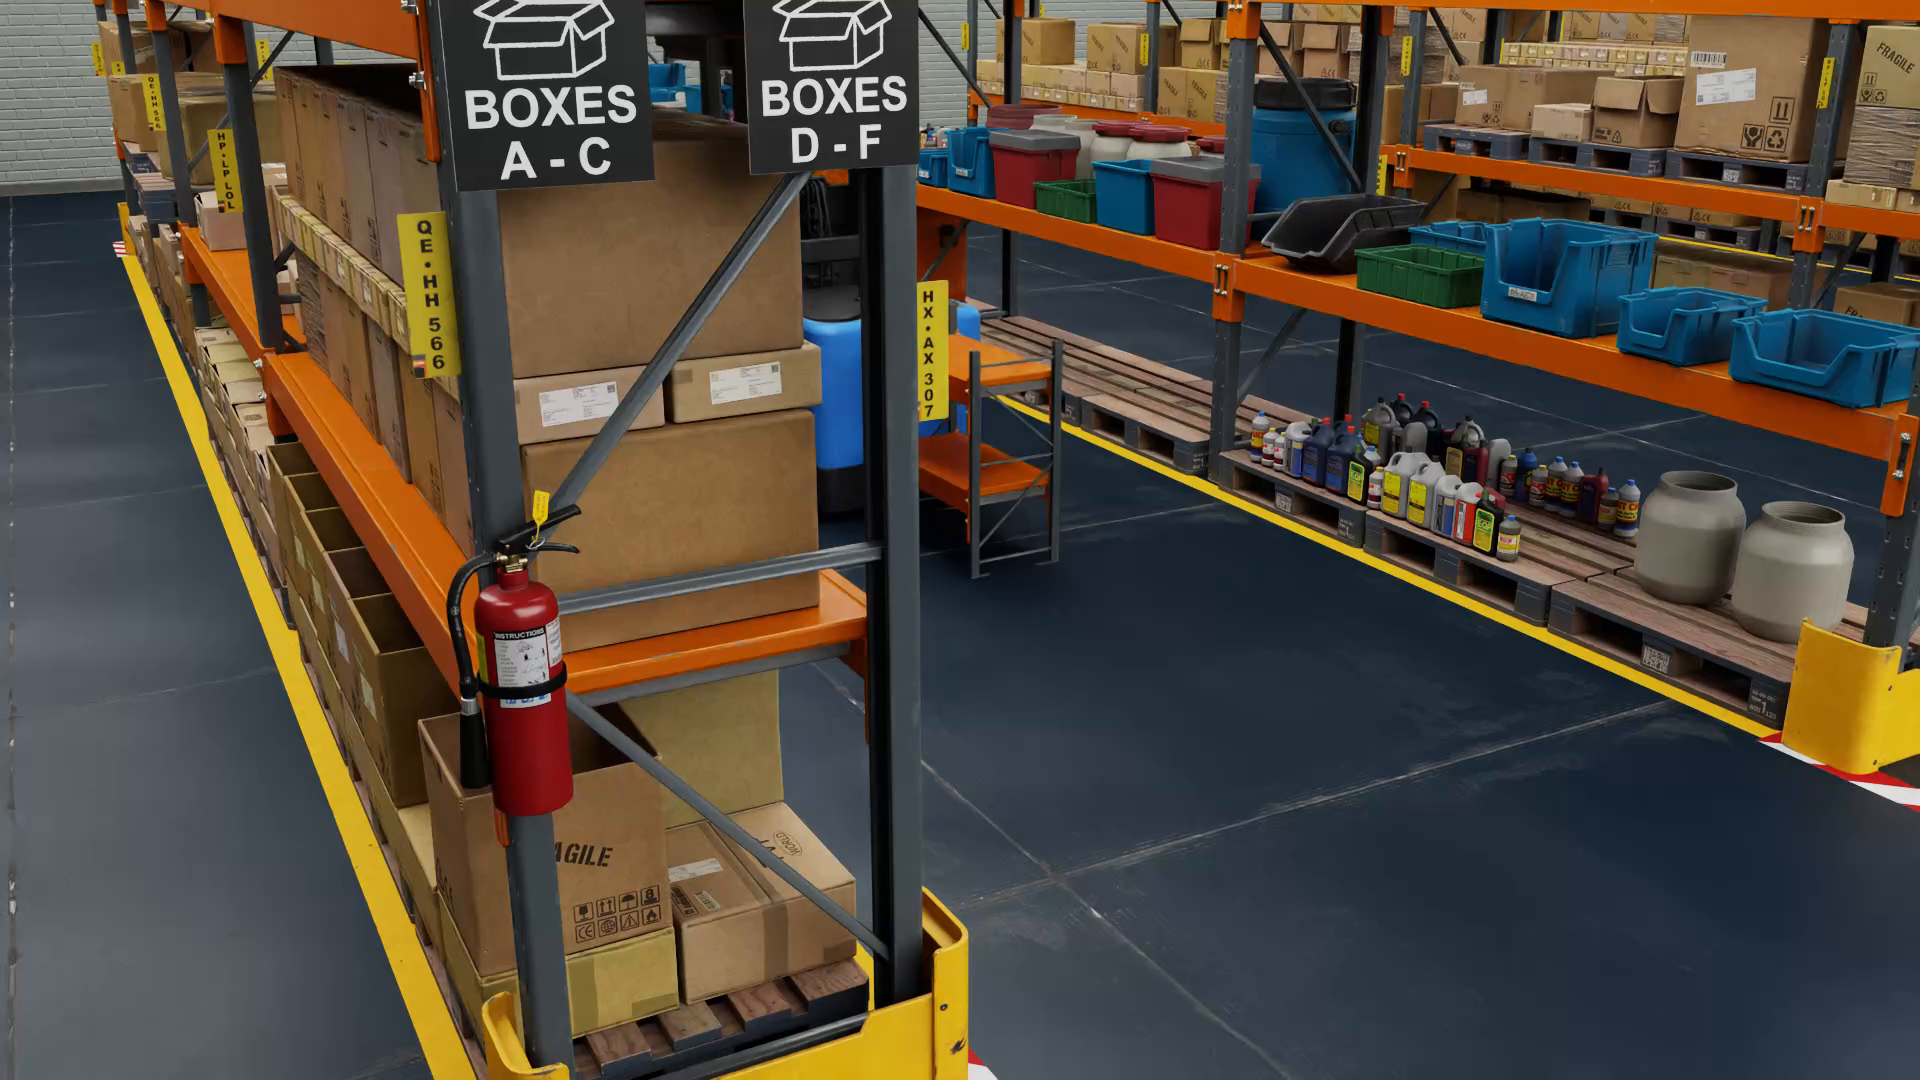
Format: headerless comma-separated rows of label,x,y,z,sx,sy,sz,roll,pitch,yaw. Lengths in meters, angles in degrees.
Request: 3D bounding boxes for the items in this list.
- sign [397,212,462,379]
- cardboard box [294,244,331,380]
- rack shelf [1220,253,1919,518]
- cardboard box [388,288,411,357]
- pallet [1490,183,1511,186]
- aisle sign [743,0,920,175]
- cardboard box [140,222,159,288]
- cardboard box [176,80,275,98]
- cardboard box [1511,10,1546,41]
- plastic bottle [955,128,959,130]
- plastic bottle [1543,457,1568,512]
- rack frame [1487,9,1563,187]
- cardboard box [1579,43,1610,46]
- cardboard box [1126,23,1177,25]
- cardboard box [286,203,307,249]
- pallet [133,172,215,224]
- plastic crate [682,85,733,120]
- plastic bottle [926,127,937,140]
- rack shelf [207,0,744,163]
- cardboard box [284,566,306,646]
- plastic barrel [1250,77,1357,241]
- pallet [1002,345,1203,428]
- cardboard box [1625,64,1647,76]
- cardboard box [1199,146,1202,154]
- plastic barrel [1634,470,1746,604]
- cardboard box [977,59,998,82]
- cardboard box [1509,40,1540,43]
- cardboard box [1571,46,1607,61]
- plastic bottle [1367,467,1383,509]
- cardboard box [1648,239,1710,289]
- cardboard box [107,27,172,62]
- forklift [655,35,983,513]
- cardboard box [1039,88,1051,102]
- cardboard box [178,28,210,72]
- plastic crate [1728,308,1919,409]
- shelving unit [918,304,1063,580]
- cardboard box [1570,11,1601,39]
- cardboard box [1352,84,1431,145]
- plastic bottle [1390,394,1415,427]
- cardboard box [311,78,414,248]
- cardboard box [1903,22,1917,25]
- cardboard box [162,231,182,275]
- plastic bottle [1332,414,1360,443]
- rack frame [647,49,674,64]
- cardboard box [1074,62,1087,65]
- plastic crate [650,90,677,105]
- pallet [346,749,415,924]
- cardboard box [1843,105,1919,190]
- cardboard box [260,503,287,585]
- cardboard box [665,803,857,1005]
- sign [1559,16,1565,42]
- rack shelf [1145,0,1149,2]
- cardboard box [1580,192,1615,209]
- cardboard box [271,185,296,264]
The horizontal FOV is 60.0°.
sign,-1.047,-0.484,3.296,0.100,0.325,0.005,-10,21,-27
cardboard box,-2.246,-0.973,6.701,0.700,0.500,0.500,-11,22,-28
rack shelf,2.848,-0.905,7.757,1.077,0.370,4.000,-10,21,-27
cardboard box,-1.402,-0.635,4.724,0.380,0.149,0.250,-9,21,-25
pallet,6.522,-4.491,21.322,1.003,0.211,1.213,-10,21,-27
aisle sign,-0.262,-1.162,3.414,0.394,0.787,0.004,-10,21,-27
cardboard box,-6.782,-2.495,14.421,0.500,0.500,0.500,-10,21,-27
cardboard box,-5.368,-3.097,12.212,0.700,0.500,0.500,-17,25,-40
cardboard box,6.872,-6.450,20.581,0.500,0.500,0.500,-9,21,-25
plastic bottle,-0.038,-3.188,13.449,0.061,0.283,0.133,-10,21,-27
plastic bottle,3.001,-0.285,8.366,0.097,0.271,0.097,0,19,0
rack frame,6.872,-5.622,20.325,1.000,3.000,0.127,-10,21,-27
cardboard box,7.483,-5.746,19.515,0.380,0.149,0.250,-11,22,-28
cardboard box,2.229,-5.626,18.962,0.500,0.500,0.500,-10,21,-27
cardboard box,-2.386,-1.227,6.442,0.380,0.149,0.250,-10,21,-26
pallet,-4.746,-2.294,10.975,1.213,0.211,1.003,-10,21,-27
plastic crate,-2.422,-4.217,16.187,0.392,0.384,0.575,-10,21,-27
plastic bottle,-0.226,-3.241,13.624,0.097,0.271,0.097,0,19,0
rack shelf,-1.513,-1.556,5.047,1.077,0.370,4.000,-10,21,-27
cardboard box,-2.509,0.229,6.941,0.500,0.250,0.500,-10,21,-27
plastic barrel,1.982,-2.214,9.679,0.600,0.901,0.708,-10,21,-27
pallet,0.908,-1.071,11.410,1.003,0.211,1.213,-10,21,-27
cardboard box,7.521,-5.135,18.200,0.380,0.149,0.250,-9,21,-25
cardboard box,3.205,-3.640,17.194,1.225,0.875,0.875,-11,22,-29
plastic barrel,3.180,-0.014,7.243,0.421,0.512,0.421,0,19,0
cardboard box,0.549,-5.921,20.965,0.500,0.250,0.500,-11,22,-28
cardboard box,6.858,-5.991,20.785,0.500,0.500,0.500,-10,22,-28
cardboard box,7.150,-5.500,18.801,0.380,0.149,0.250,-10,21,-27
plastic bottle,2.120,-0.269,8.427,0.097,0.201,0.097,0,19,0
cardboard box,5.509,-2.092,13.254,0.700,0.500,0.500,-12,22,-31
cardboard box,-7.214,-4.265,14.708,0.500,0.500,0.500,-10,21,-26
forklift,-1.071,-1.958,9.812,1.130,2.935,3.031,-11,22,-30
cardboard box,1.169,-5.318,19.828,0.380,0.149,0.250,-11,22,-28
cardboard box,-6.483,-4.196,14.506,0.500,0.500,0.500,-11,22,-28
plastic crate,3.297,-0.697,6.282,0.499,0.251,0.616,-10,21,-27
shelving unit,0.014,-0.528,8.436,0.538,1.125,1.048,-11,22,-28
cardboard box,9.509,-7.756,24.825,0.500,0.500,0.500,-11,22,-28
cardboard box,3.906,-3.885,15.138,0.500,0.500,0.500,-9,21,-25
plastic bottle,2.458,-0.634,9.257,0.144,0.351,0.185,-11,22,-28
cardboard box,-1.768,-1.298,5.652,0.700,0.500,0.500,-10,21,-27
cardboard box,9.217,-4.718,16.019,0.700,0.500,0.500,-10,22,-27
cardboard box,-5.533,-2.122,12.191,0.500,0.250,0.500,-10,22,-28
plastic bottle,2.043,-0.501,8.871,0.144,0.351,0.185,-10,21,-27
rack frame,-3.800,-5.264,19.287,1.000,3.000,0.127,-10,21,-27
cardboard box,1.505,-5.711,20.356,0.500,0.250,0.500,-11,22,-28
plastic crate,-3.205,-4.627,17.606,0.416,0.233,0.300,-10,21,-27
pallet,-1.538,0.851,5.841,1.003,0.211,1.213,-10,21,-27
cardboard box,6.417,-2.635,11.060,0.875,0.500,0.500,-10,21,-27
cardboard box,-2.915,-0.025,7.678,0.500,0.250,0.500,-10,22,-27
cardboard box,-0.622,1.009,4.681,0.500,0.250,0.500,-10,21,-27
sign,7.358,-6.256,20.388,0.100,0.325,0.005,-10,21,-27
rack shelf,1.509,-6.534,19.474,1.077,0.370,4.000,-10,21,-27
cardboard box,7.502,-4.085,19.061,0.500,0.500,0.500,-10,21,-26
cardboard box,-3.063,-1.474,8.151,0.500,0.500,0.500,-8,21,-23
